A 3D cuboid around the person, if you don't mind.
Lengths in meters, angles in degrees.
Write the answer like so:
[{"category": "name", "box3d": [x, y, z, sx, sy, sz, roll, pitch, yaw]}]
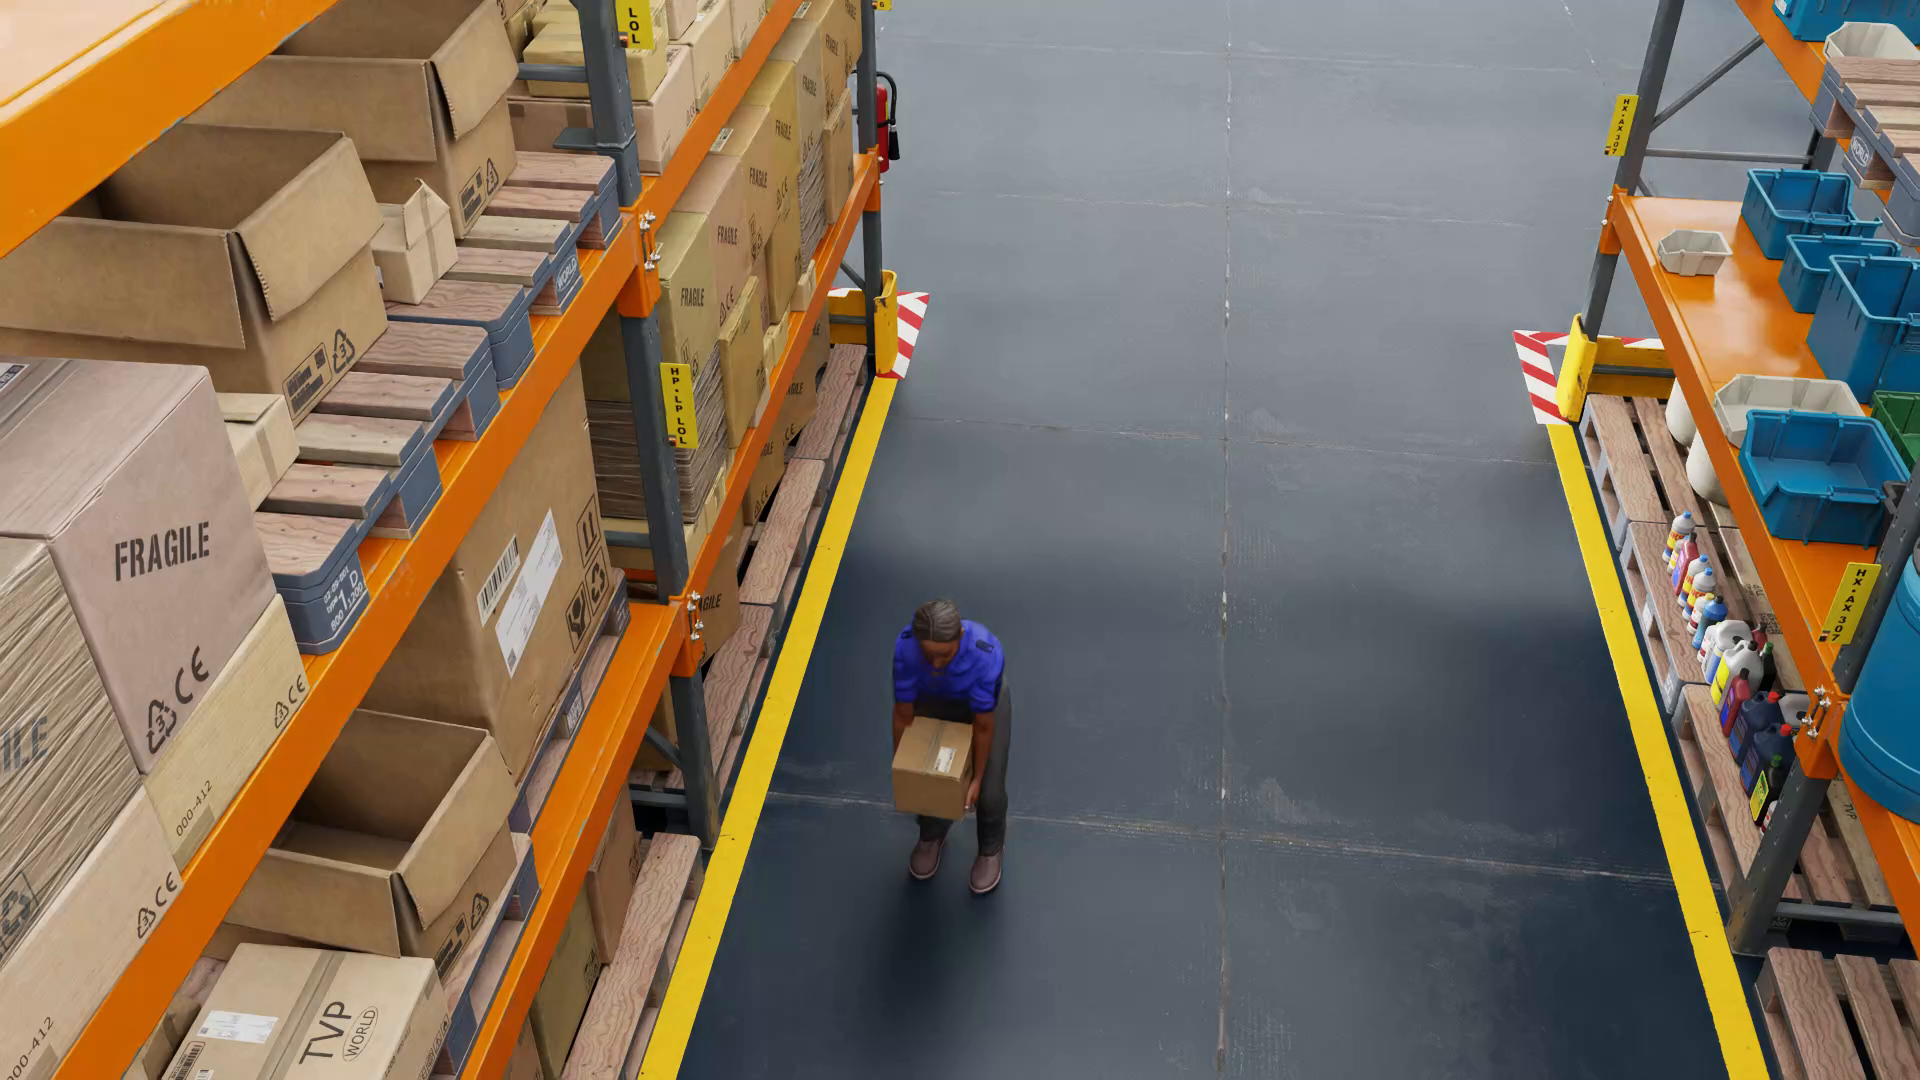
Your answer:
[{"category": "person", "box3d": [-0.028, 0.729, 6.151, 0.408, 1.550, 0.597, 10, 37, 13]}]
